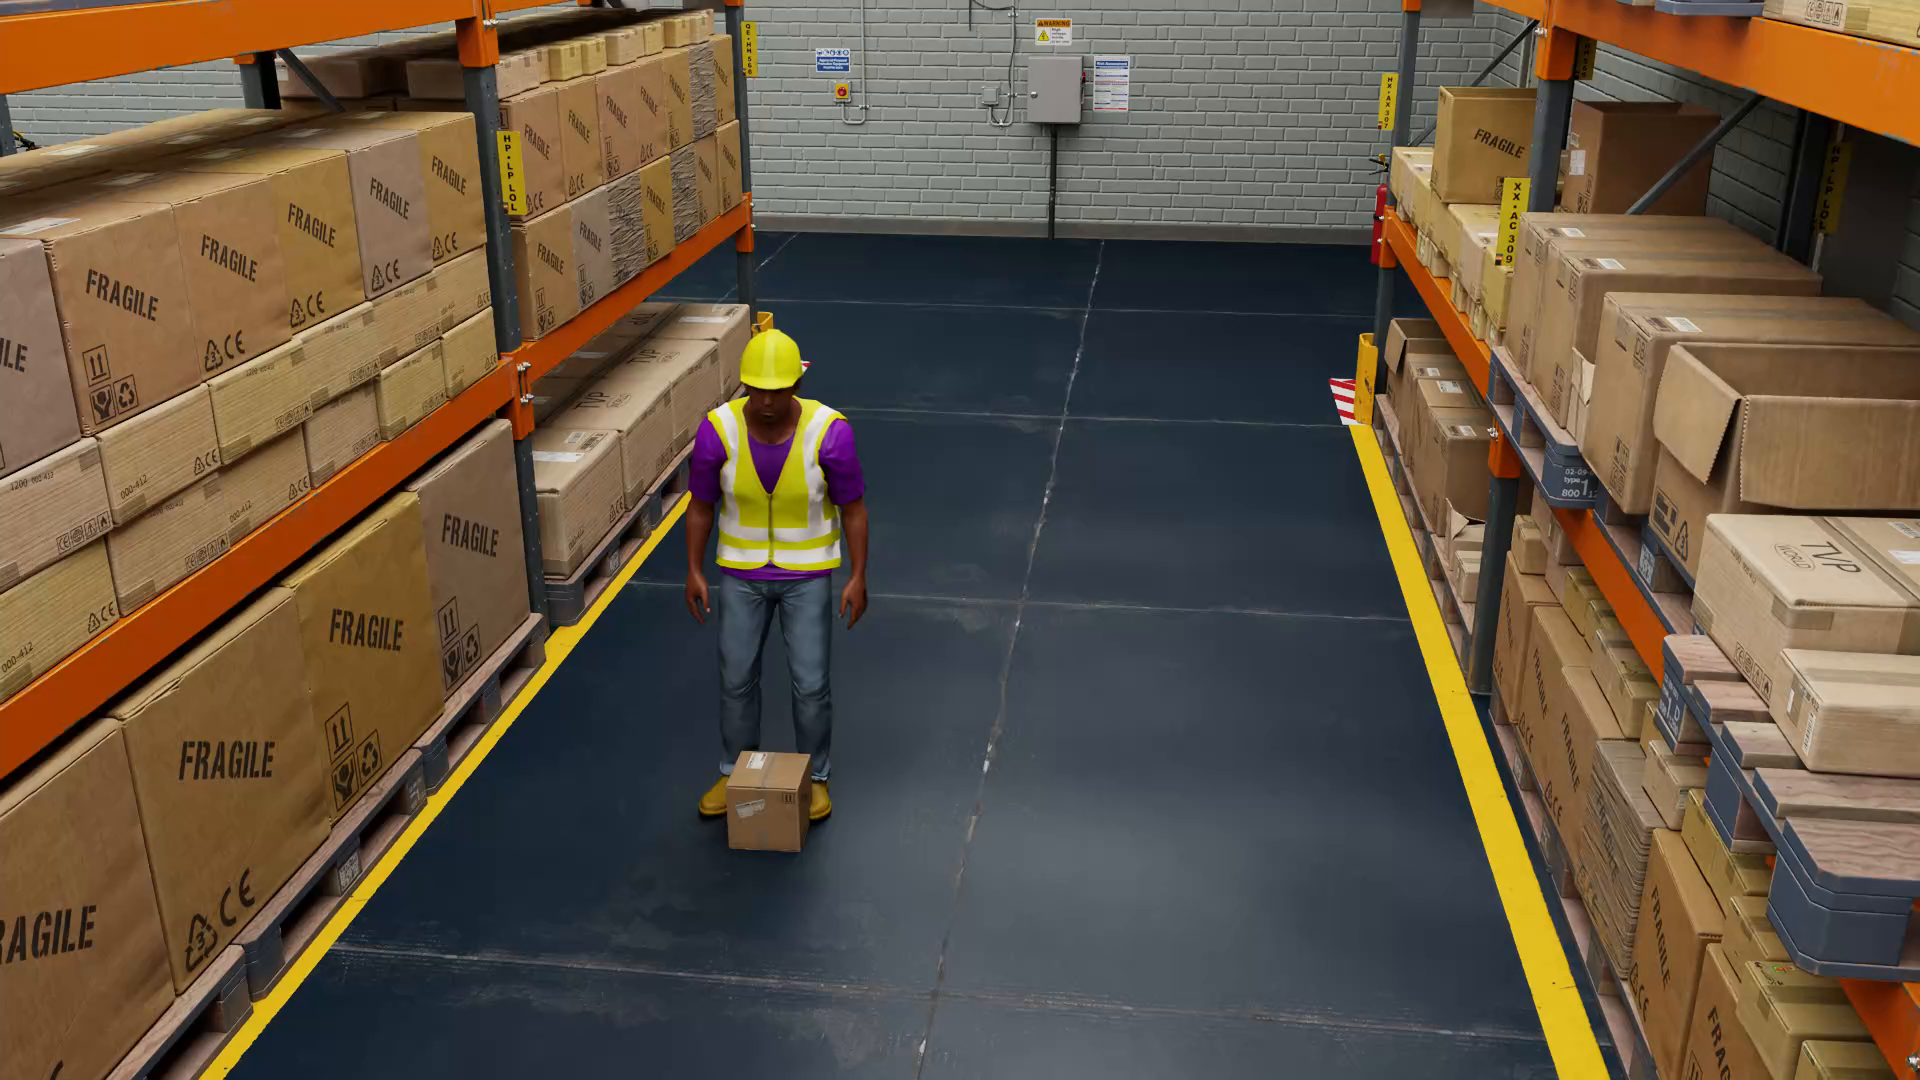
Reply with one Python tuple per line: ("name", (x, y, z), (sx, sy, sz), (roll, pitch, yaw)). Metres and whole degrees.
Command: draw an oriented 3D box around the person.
("person", (-0.633, 0.126, 5.730), (0.635, 1.760, 0.458), (1, 21, 3))
